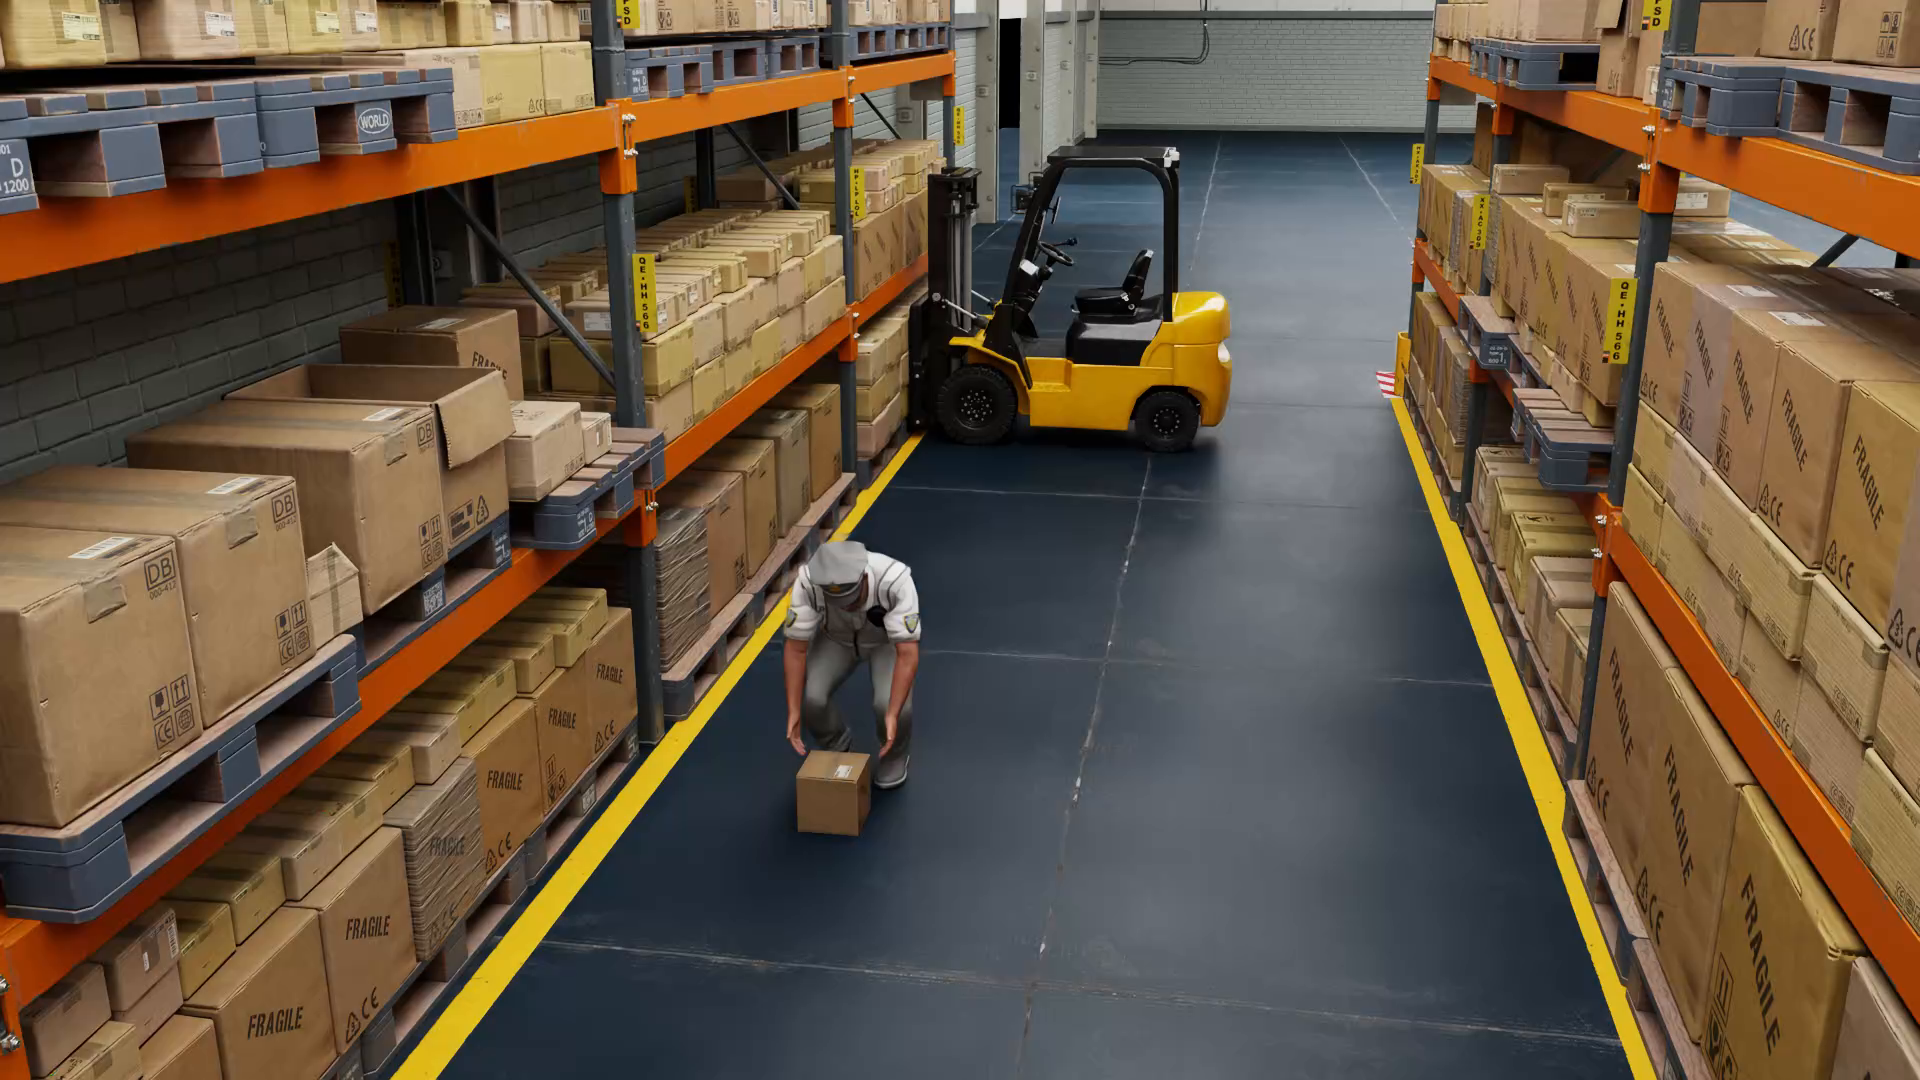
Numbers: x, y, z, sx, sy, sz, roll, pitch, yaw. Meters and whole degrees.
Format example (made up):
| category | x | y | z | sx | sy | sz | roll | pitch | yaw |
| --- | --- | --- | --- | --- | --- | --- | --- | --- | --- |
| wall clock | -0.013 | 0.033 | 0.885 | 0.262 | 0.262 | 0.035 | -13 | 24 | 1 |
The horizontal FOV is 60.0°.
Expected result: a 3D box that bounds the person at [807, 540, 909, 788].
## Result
| category | x | y | z | sx | sy | sz | roll | pitch | yaw |
| --- | --- | --- | --- | --- | --- | --- | --- | --- | --- |
| person | -0.474 | 0.511 | 6.896 | 0.430 | 1.177 | 0.720 | 4 | 18 | 12 |
